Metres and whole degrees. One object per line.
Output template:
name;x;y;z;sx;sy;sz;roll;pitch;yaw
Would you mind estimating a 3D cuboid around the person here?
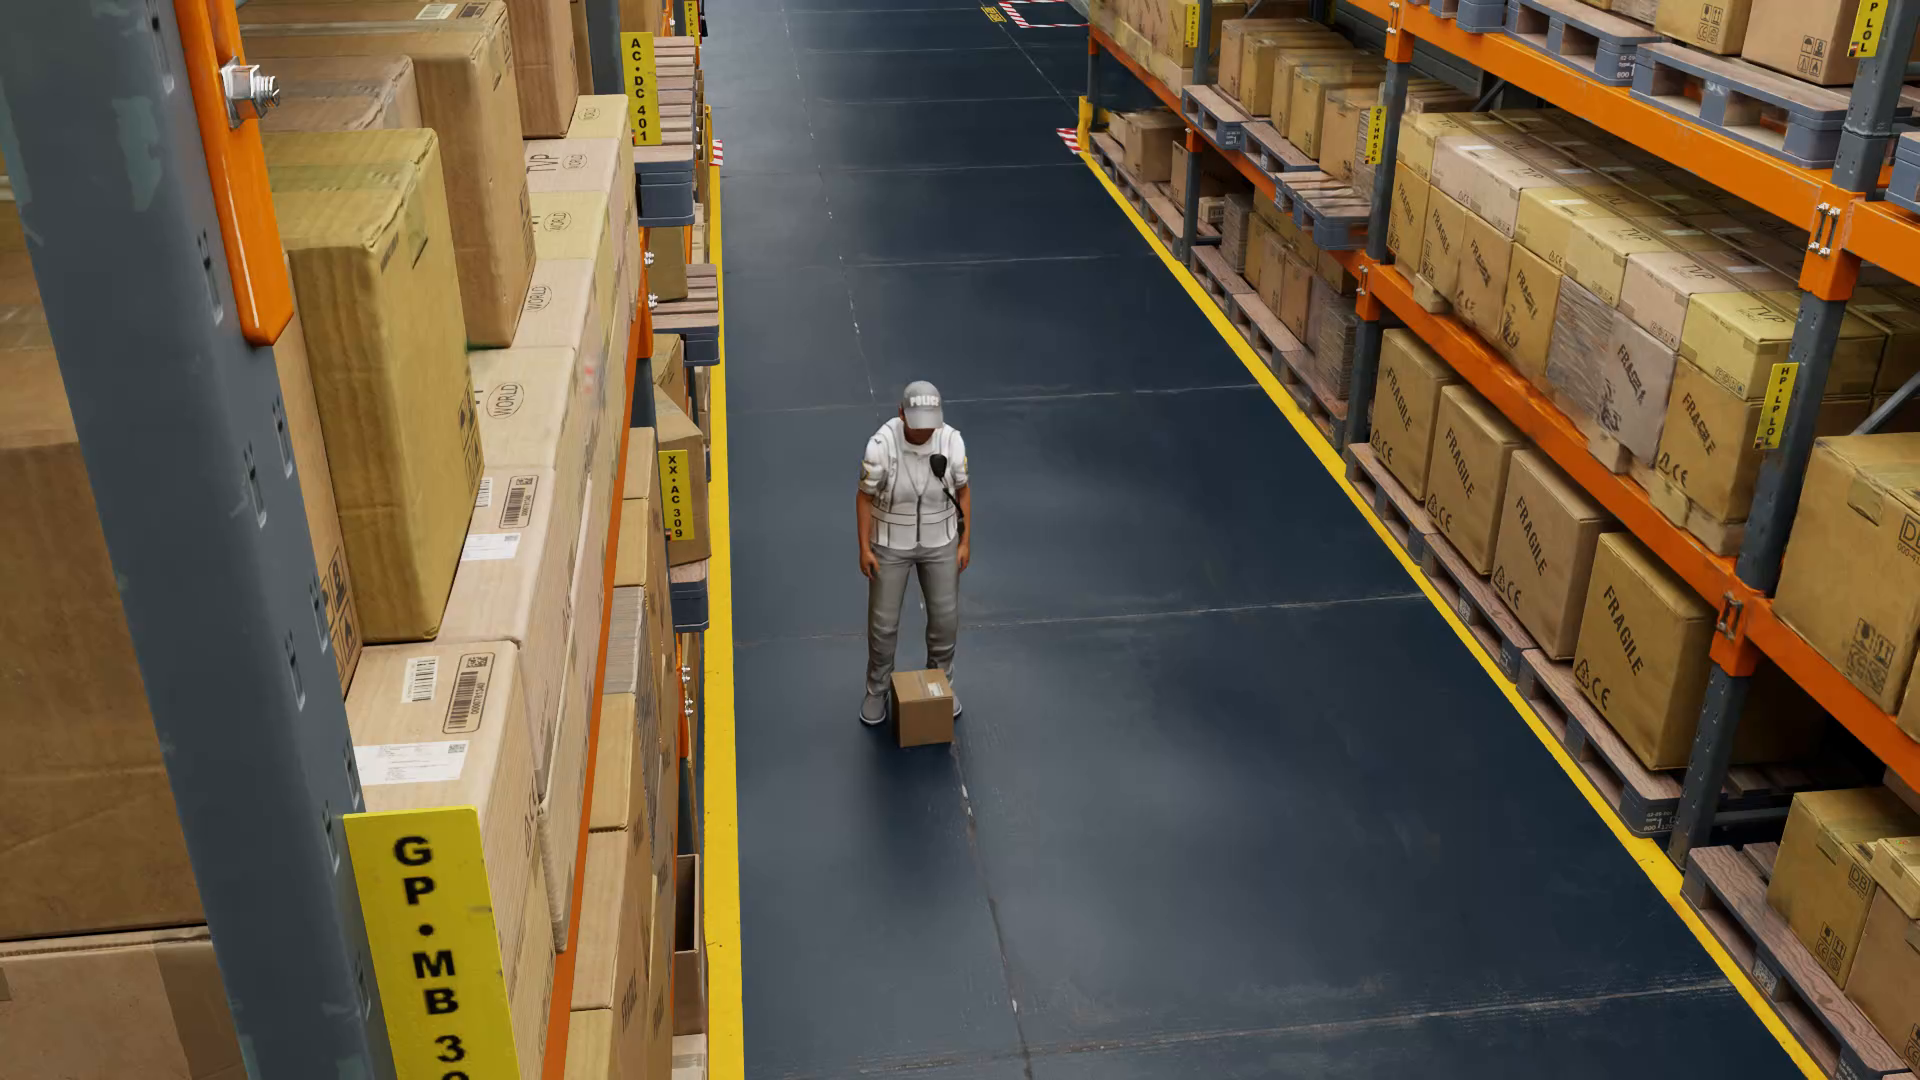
person;-0.212;0.043;7.530;0.549;1.664;0.470;-4;28;-8
